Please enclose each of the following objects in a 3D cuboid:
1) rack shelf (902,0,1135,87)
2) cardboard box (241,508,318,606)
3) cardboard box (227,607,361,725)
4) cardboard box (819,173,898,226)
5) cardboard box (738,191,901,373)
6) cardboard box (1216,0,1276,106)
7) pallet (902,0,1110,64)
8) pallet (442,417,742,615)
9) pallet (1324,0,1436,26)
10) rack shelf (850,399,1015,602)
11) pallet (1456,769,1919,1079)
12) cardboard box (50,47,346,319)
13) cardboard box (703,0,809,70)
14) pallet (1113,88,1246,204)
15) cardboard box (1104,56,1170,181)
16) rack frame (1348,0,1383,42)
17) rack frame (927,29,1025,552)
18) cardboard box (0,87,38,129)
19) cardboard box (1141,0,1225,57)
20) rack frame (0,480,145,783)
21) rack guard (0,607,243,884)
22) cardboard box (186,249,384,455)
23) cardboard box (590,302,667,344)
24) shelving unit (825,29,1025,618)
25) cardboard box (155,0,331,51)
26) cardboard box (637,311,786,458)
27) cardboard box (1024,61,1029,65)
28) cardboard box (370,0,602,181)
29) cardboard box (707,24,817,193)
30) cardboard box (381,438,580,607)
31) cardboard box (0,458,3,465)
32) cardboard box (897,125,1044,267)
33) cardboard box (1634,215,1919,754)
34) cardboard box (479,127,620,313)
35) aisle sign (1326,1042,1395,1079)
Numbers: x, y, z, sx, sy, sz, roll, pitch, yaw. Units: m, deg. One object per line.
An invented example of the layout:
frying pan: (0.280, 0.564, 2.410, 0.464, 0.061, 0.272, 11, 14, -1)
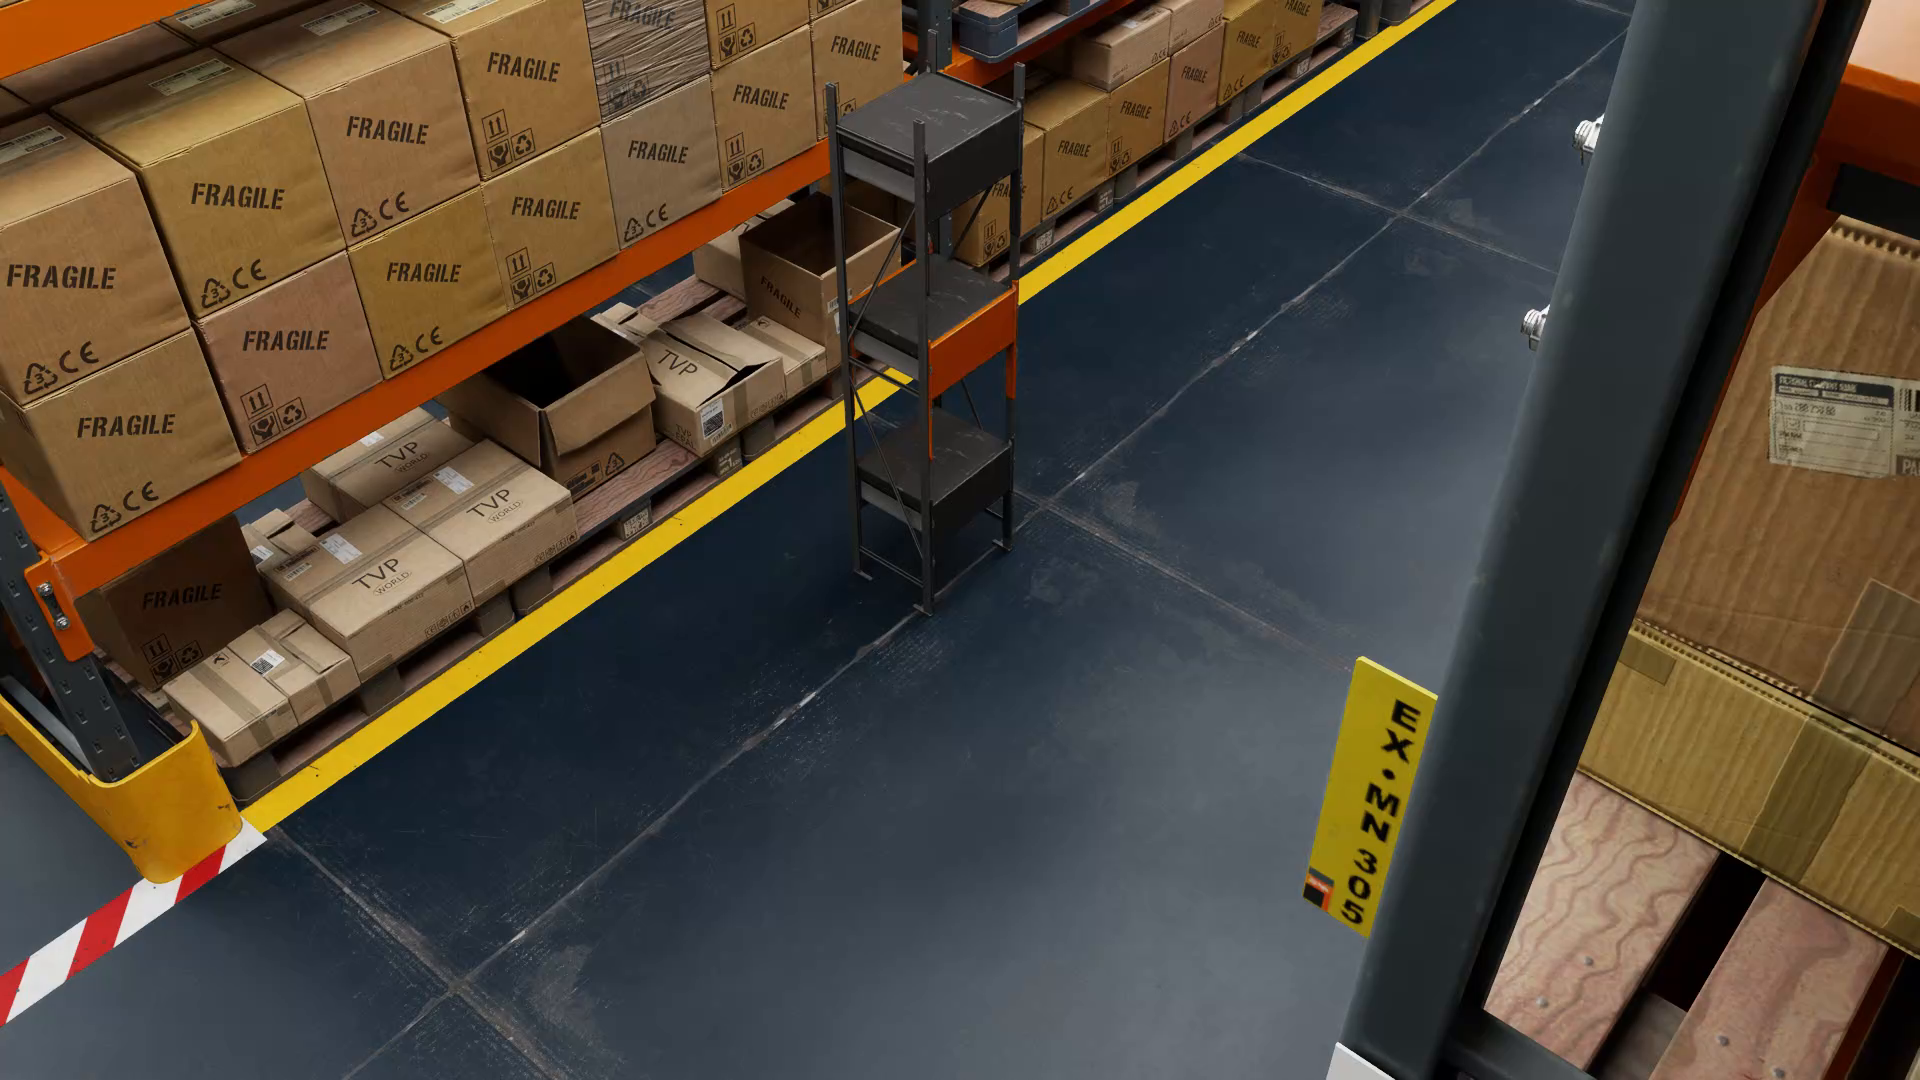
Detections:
rack shelf: (0.835, -3.080, 8.442, 1.077, 0.370, 4.000, 29, 50, 28)
cardboard box: (-2.536, 0.073, 6.219, 0.380, 0.166, 0.250, 29, 50, 28)
cardboard box: (-2.333, 0.433, 5.823, 0.380, 0.166, 0.250, 29, 50, 28)
cardboard box: (-0.354, -1.932, 8.177, 0.500, 0.500, 0.500, 29, 50, 28)
cardboard box: (-0.602, -1.138, 7.303, 0.500, 0.500, 0.500, 29, 50, 28)
cardboard box: (1.366, -2.764, 9.091, 0.500, 0.500, 0.500, 28, 49, 27)
pallet: (0.145, -2.609, 7.533, 1.003, 0.211, 1.213, 29, 50, 28)
pallet: (-1.680, -0.300, 6.923, 1.003, 0.211, 1.213, 29, 50, 28)
pallet: (2.681, -3.751, 10.719, 1.003, 0.211, 1.213, 29, 50, 28)
rack shelf: (-0.107, -0.164, 6.430, 0.431, 0.518, 0.480, 29, 50, 28)
pallet: (1.237, 0.423, 1.892, 1.003, 0.211, 1.213, 29, 50, 28)
cardboard box: (-2.209, -1.050, 4.858, 0.500, 0.500, 0.500, 30, 50, 29)
cardboard box: (-0.907, -2.086, 5.997, 0.500, 0.500, 0.500, 29, 49, 28)
pallet: (0.827, -2.351, 9.178, 1.003, 0.211, 1.213, 29, 50, 28)
cardboard box: (0.707, -2.231, 8.505, 0.500, 0.500, 0.500, 30, 50, 29)
rack frame: (2.122, -4.376, 9.333, 1.000, 3.000, 0.127, 29, 50, 28)
rack frame: (0.050, -0.817, 6.088, 0.400, 2.100, 0.015, 29, 50, 28)
cardboard box: (-2.951, -1.012, 4.815, 0.500, 0.500, 0.500, 29, 50, 28)
cardboard box: (1.011, -2.749, 8.517, 0.500, 0.250, 0.500, 29, 49, 28)
rack frame: (-3.027, -0.257, 4.803, 1.000, 3.000, 0.127, 29, 50, 28)
rack guard: (-2.978, 0.629, 5.686, 1.175, 0.500, 0.348, 29, 50, 28)
cardboard box: (-2.211, -0.676, 5.189, 0.500, 0.500, 0.500, 29, 50, 28)
cardboard box: (-1.437, -0.859, 7.244, 0.380, 0.166, 0.250, 29, 50, 28)
shelving unit: (-0.107, -0.692, 5.950, 0.431, 2.100, 0.503, 29, 50, 28)
cardboard box: (-2.296, -1.541, 5.398, 0.500, 0.500, 0.500, 31, 51, 29)
cardboard box: (-1.085, -0.682, 6.942, 0.500, 0.311, 0.500, 29, 50, 28)
cardboard box: (0.293, -2.441, 8.736, 0.500, 0.500, 0.500, 30, 50, 29)
cardboard box: (-1.557, -1.568, 5.427, 0.500, 0.500, 0.500, 29, 50, 28)
cardboard box: (-0.909, -1.719, 6.336, 0.500, 0.500, 0.500, 31, 51, 29)
cardboard box: (-1.816, -0.074, 6.319, 0.500, 0.250, 0.500, 29, 50, 28)
cardboard box: (-2.947, -0.642, 5.152, 0.500, 0.500, 0.500, 31, 51, 30)
cardboard box: (0.045, -1.698, 7.919, 0.500, 0.500, 0.500, 27, 49, 27)
cardboard box: (1.029, -0.133, 1.604, 0.500, 0.500, 0.500, 29, 50, 28)
cardboard box: (-1.563, -1.190, 5.754, 0.500, 0.500, 0.500, 30, 50, 29)
aisle sign: (0.491, 0.832, 1.673, 0.394, 0.787, 0.004, 29, 50, 28)
